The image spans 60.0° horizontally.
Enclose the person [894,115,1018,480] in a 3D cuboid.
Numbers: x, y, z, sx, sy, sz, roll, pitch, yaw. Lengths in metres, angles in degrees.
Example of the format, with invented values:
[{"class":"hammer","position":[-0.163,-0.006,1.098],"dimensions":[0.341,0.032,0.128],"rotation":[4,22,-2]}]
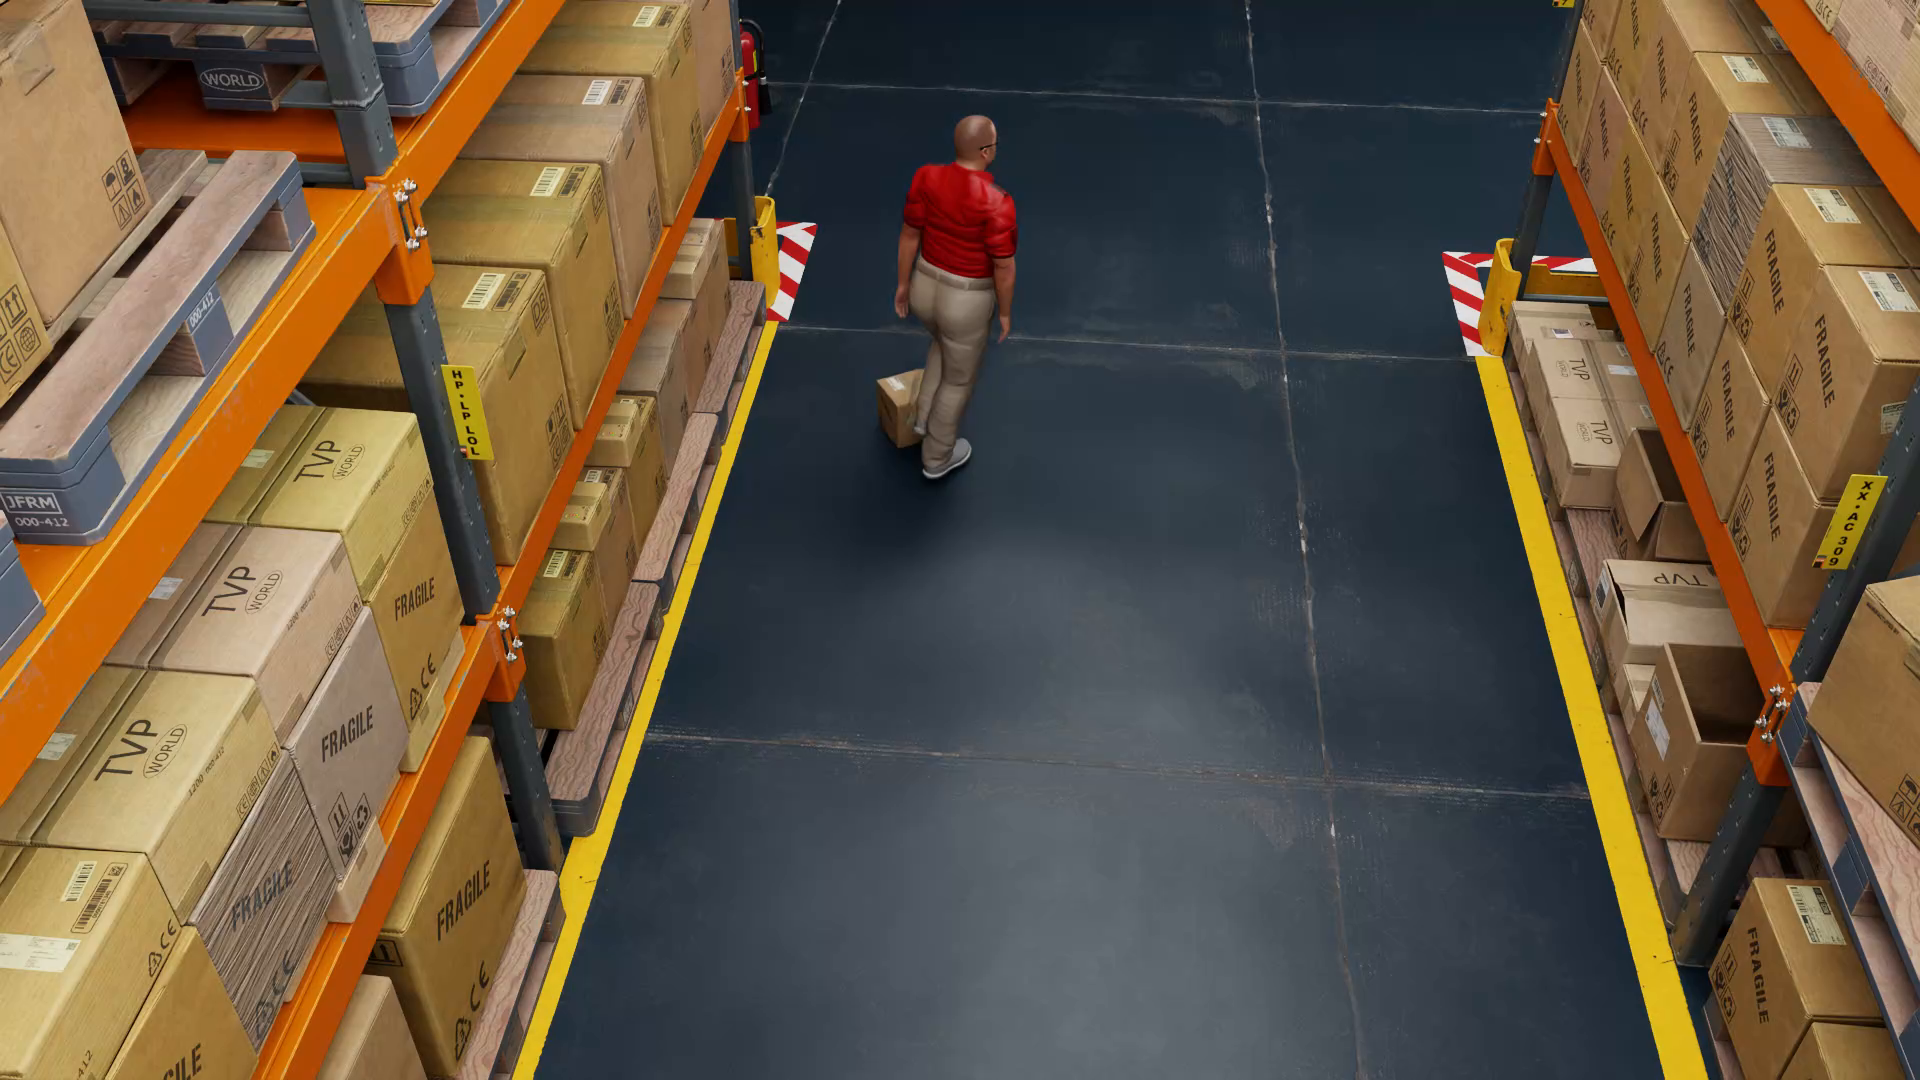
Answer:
[{"class":"person","position":[-0.009,-1.069,7.429],"dimensions":[0.565,1.714,0.520],"rotation":[27,47,28]}]
